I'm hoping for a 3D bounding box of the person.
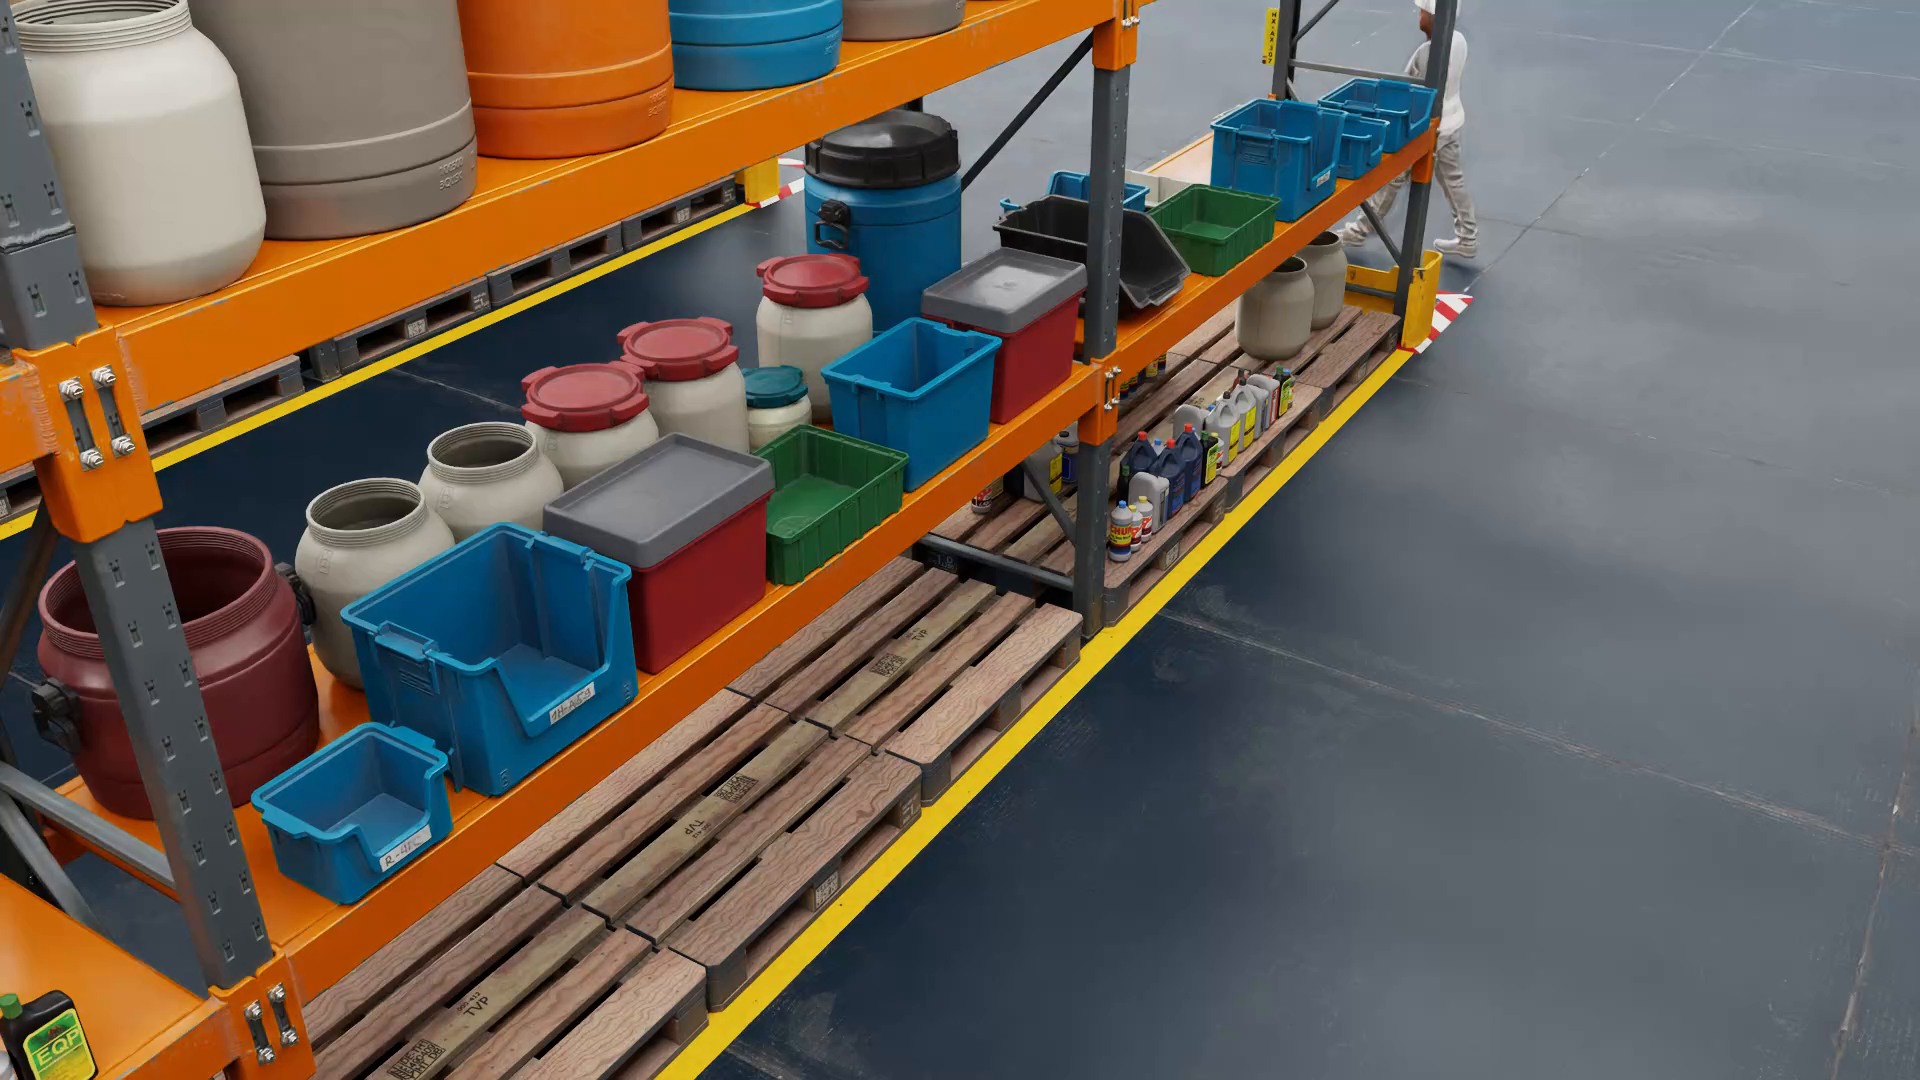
[{"bbox_3d":[2.973,-2.729,10.878,0.994,1.722,0.660,20,35,30],"label":"person"}]
